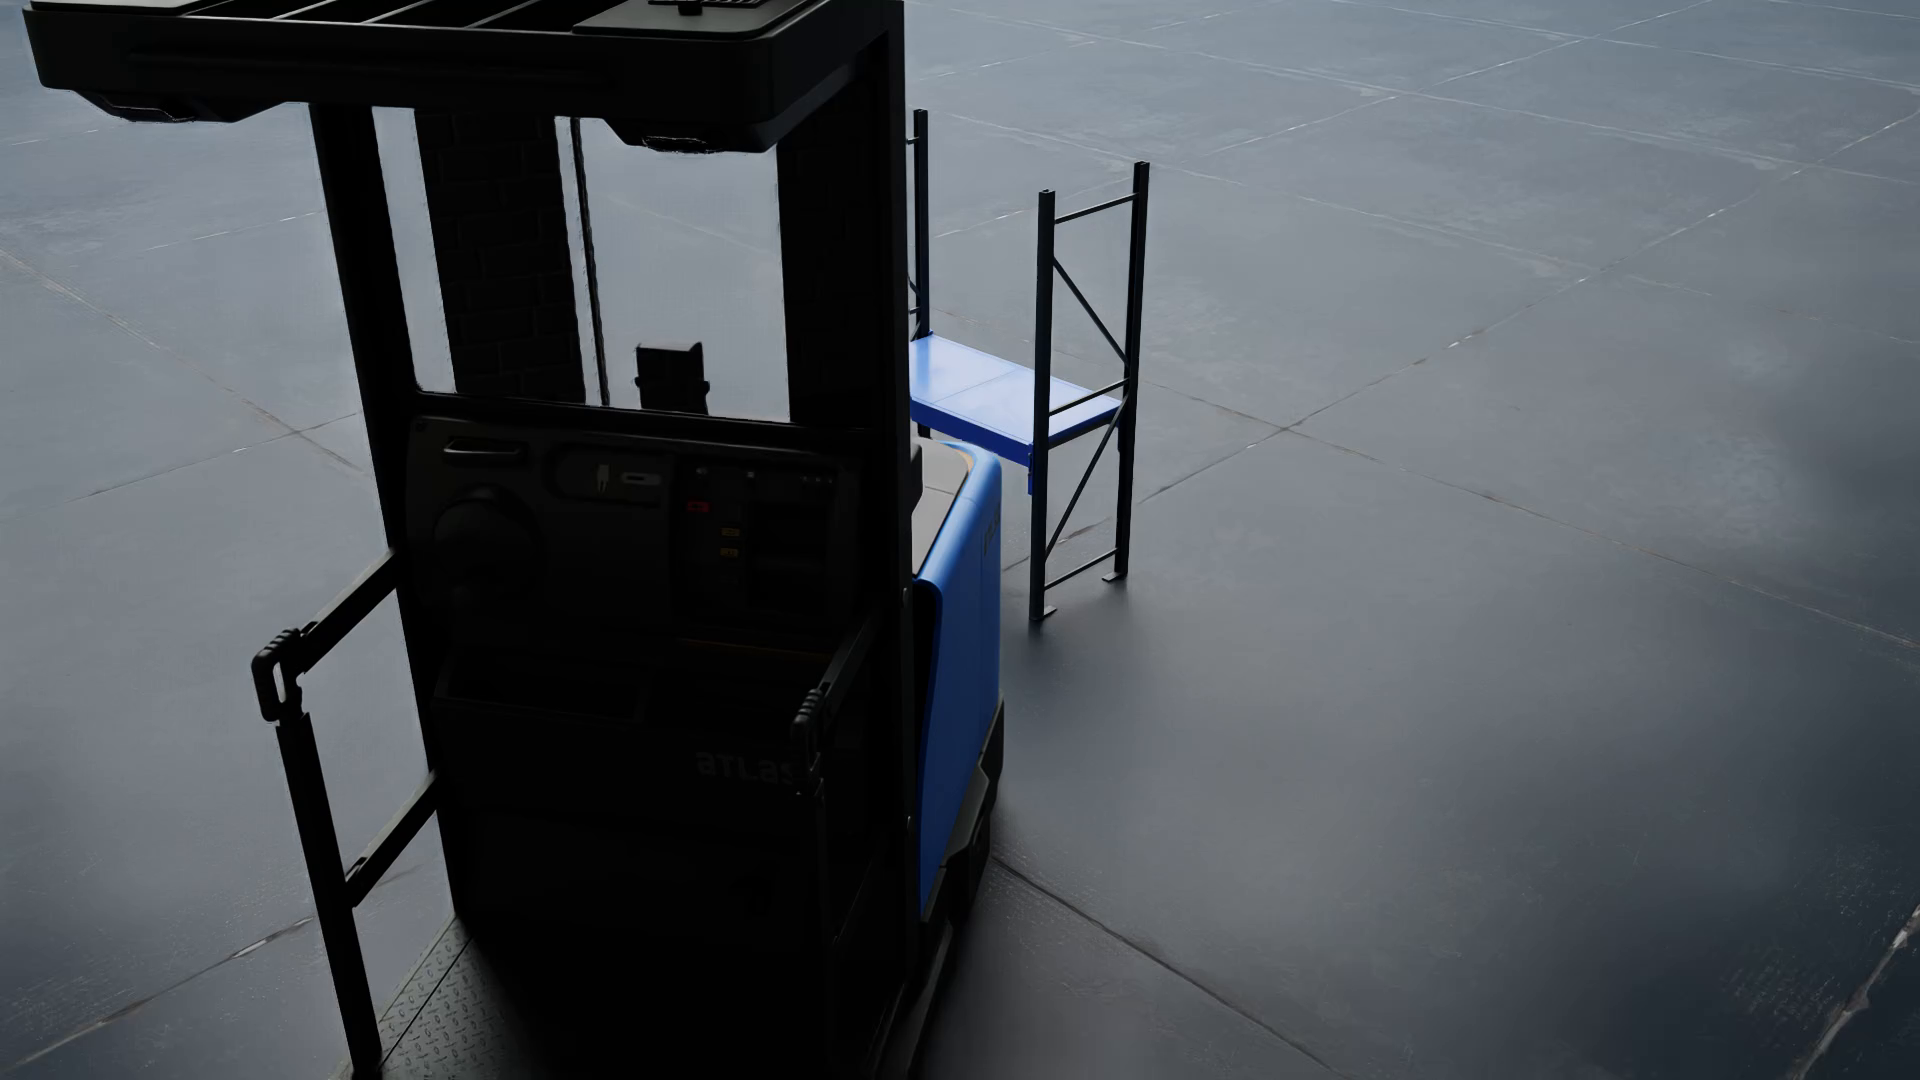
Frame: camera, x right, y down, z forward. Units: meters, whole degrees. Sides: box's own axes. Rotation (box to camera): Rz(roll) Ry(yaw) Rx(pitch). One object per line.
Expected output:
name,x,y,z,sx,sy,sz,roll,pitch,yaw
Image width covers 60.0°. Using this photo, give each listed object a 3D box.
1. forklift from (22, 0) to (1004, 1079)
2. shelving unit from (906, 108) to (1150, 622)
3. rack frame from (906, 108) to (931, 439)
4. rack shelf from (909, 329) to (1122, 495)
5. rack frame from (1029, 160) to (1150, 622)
forklift,-0.687,0.021,3.061,1.130,2.935,3.031,6,28,11
shelving unit,0.061,-0.636,5.848,1.048,1.500,0.538,25,36,38
rack frame,-0.302,-0.802,6.163,0.032,1.500,0.500,25,36,38
rack shelf,0.061,-0.477,5.932,1.000,0.185,0.538,25,36,38
rack frame,0.423,-0.470,5.533,0.032,1.500,0.500,25,36,38
